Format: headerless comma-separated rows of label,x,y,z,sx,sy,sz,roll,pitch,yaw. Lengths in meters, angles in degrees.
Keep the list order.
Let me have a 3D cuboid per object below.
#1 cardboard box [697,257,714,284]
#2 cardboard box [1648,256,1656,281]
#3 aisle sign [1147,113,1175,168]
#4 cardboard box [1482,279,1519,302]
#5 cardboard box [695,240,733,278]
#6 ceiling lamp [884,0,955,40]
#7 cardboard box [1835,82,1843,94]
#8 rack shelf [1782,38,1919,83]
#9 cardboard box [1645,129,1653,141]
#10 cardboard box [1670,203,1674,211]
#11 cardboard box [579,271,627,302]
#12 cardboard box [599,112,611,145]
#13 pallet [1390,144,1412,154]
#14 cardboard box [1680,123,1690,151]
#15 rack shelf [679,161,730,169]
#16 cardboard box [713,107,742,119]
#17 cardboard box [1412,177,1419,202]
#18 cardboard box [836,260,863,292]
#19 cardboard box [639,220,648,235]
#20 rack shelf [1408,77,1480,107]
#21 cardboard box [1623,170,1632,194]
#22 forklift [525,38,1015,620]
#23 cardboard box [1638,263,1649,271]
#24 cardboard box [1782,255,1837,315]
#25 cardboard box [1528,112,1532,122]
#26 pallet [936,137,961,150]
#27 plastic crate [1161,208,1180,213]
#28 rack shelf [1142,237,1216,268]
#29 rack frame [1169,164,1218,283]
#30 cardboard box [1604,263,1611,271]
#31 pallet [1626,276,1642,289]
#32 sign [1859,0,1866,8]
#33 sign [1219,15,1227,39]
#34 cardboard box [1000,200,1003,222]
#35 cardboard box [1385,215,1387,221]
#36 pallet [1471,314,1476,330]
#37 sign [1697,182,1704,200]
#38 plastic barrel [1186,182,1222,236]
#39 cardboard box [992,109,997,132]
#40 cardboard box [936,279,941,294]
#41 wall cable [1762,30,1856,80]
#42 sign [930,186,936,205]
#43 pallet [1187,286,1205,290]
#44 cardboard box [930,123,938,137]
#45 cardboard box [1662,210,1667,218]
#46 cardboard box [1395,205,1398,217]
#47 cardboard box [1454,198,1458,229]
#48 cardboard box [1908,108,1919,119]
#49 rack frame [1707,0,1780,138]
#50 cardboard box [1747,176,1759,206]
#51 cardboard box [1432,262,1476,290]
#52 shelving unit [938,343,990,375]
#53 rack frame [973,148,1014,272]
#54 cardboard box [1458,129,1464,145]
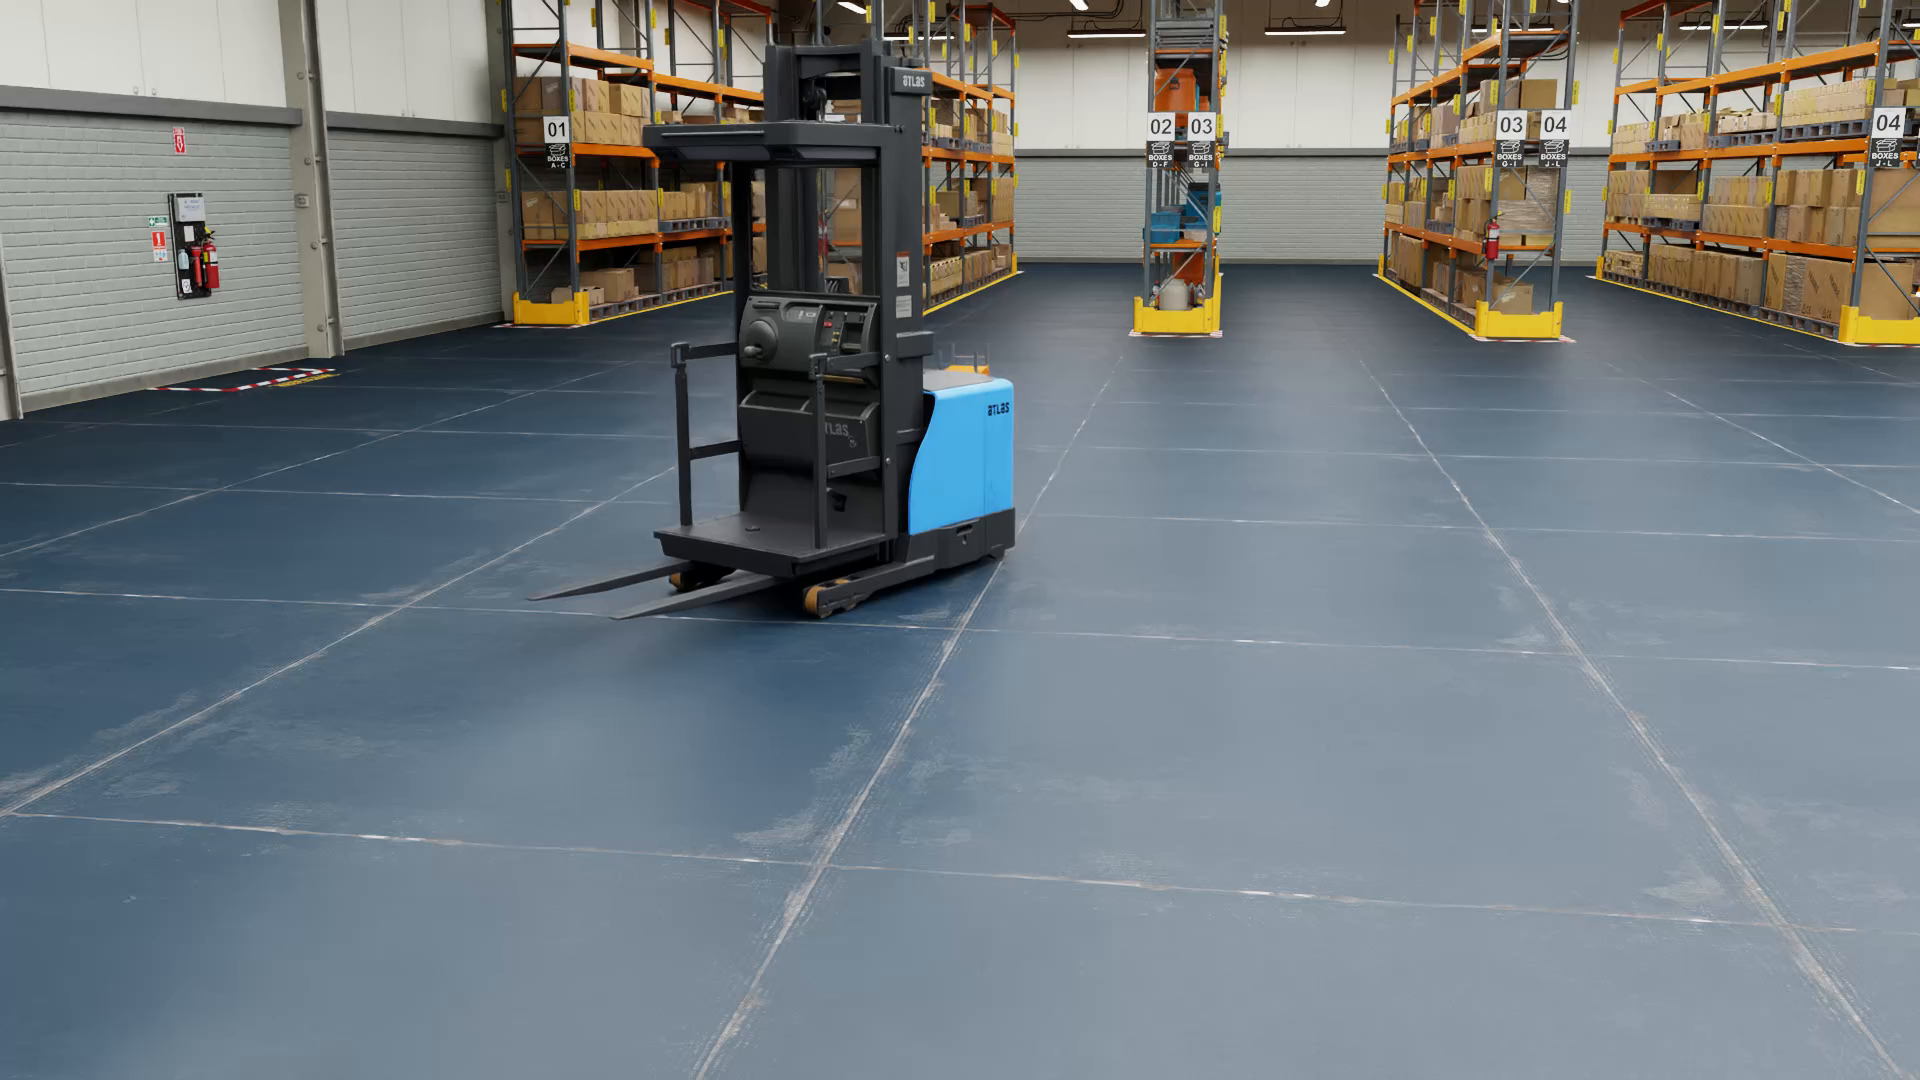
cardboard box,-5.366,-5.425,33.437,0.700,0.500,0.500,2,12,9
cardboard box,14.501,-5.591,34.255,0.500,0.500,0.500,2,12,11
aisle sign,2.947,-5.863,24.408,0.394,0.787,0.004,2,12,9
cardboard box,8.431,-3.805,25.966,0.500,0.500,0.500,3,13,14
cardboard box,-5.065,-5.887,34.796,0.750,0.750,0.750,2,12,8
ceiling lamp,-1.169,-14.512,42.617,2.000,3.185,0.800,2,12,9
cardboard box,12.905,-6.535,24.046,0.380,0.149,0.250,2,12,9
rack shelf,13.339,-7.057,24.536,1.077,0.370,4.000,2,12,9
cardboard box,14.696,-8.495,34.841,0.500,0.250,0.500,1,12,6
cardboard box,14.044,-6.480,32.337,0.380,0.149,0.250,2,12,8
cardboard box,-6.092,-4.322,28.319,0.700,0.500,0.500,1,12,5
cardboard box,-6.045,-6.724,27.168,0.500,0.500,0.500,2,12,11
pallet,10.503,-9.036,38.392,1.003,0.211,1.213,2,12,9
cardboard box,14.243,-7.771,32.076,0.500,0.500,0.500,2,12,9
rack shelf,-5.000,-8.115,35.615,1.077,0.370,4.000,2,12,9
cardboard box,-5.027,-9.219,35.969,0.500,0.250,0.500,1,12,7
cardboard box,9.901,-7.341,34.818,0.797,0.503,0.637,2,12,7
cardboard box,-1.715,-4.316,27.152,0.500,0.500,0.500,2,12,9
cardboard box,-5.781,-5.476,29.090,0.500,0.250,0.500,2,12,9
rack shelf,9.684,-8.904,33.107,1.077,0.370,4.000,2,12,9
cardboard box,14.912,-7.865,36.552,0.500,0.500,0.500,1,12,7
forklift,-0.954,-1.146,8.852,1.130,2.935,3.031,9,15,36
cardboard box,14.611,-5.786,35.286,0.380,0.149,0.250,2,12,10
cardboard box,13.345,-3.938,25.693,0.875,0.875,0.875,2,12,9
cardboard box,8.469,-6.182,24.349,0.380,0.149,0.250,2,12,8
pallet,-0.597,-7.421,31.136,1.003,0.211,1.213,2,12,11
plastic crate,3.639,-5.572,29.077,0.402,0.464,0.583,2,12,9
rack shelf,3.559,-4.662,26.714,1.077,0.370,4.000,2,12,9
rack frame,5.097,-7.095,36.297,1.000,3.000,0.127,2,12,9
cardboard box,15.095,-6.299,38.371,0.380,0.149,0.250,2,12,10
pallet,14.945,-5.531,35.657,1.003,0.211,1.213,2,12,9
sign,14.191,-8.531,26.128,0.100,0.325,0.005,2,12,9
sign,3.794,-7.409,24.009,0.100,0.325,0.005,2,12,9
cardboard box,0.706,-7.614,38.464,0.500,0.500,0.500,2,12,8
cardboard box,10.226,-7.582,39.150,0.380,0.149,0.250,2,12,9
pallet,8.317,-3.258,25.108,1.003,0.211,1.213,2,12,9
sign,13.724,-6.463,30.805,0.100,0.325,0.005,2,12,9
plastic barrel,4.226,-5.746,28.845,0.600,0.901,0.708,2,12,9
cardboard box,0.457,-9.463,37.551,0.700,0.500,0.500,2,12,9
cardboard box,-0.640,-4.635,30.410,0.500,0.250,0.500,2,12,10
wall cable,21.738,-11.548,42.716,2.355,3.000,0.029,2,12,9
sign,-0.478,-6.036,29.137,0.100,0.325,0.005,2,12,9
pallet,4.324,-4.740,31.985,1.003,0.211,1.213,2,12,9
cardboard box,-0.673,-7.586,30.811,0.500,0.250,0.500,1,12,4
cardboard box,14.124,-6.444,32.875,0.380,0.149,0.250,1,12,6
cardboard box,9.955,-7.322,36.996,0.500,0.250,0.500,2,12,10
cardboard box,8.630,-5.372,27.358,0.875,0.500,0.500,2,12,9
cardboard box,13.401,-5.914,23.057,0.380,0.149,0.250,2,12,9
rack frame,14.261,-8.853,30.214,1.000,3.000,0.127,2,12,9
cardboard box,13.872,-5.941,28.332,0.700,0.500,0.500,2,12,9
cardboard box,9.293,-4.955,31.256,0.700,0.500,0.500,1,12,6
shelving unit,0.025,-0.621,10.527,0.258,1.200,0.503,2,12,9
rack frame,0.818,-8.089,40.909,1.000,3.000,0.127,2,12,9
cardboard box,8.439,-6.577,27.129,0.500,0.250,0.500,1,12,6
